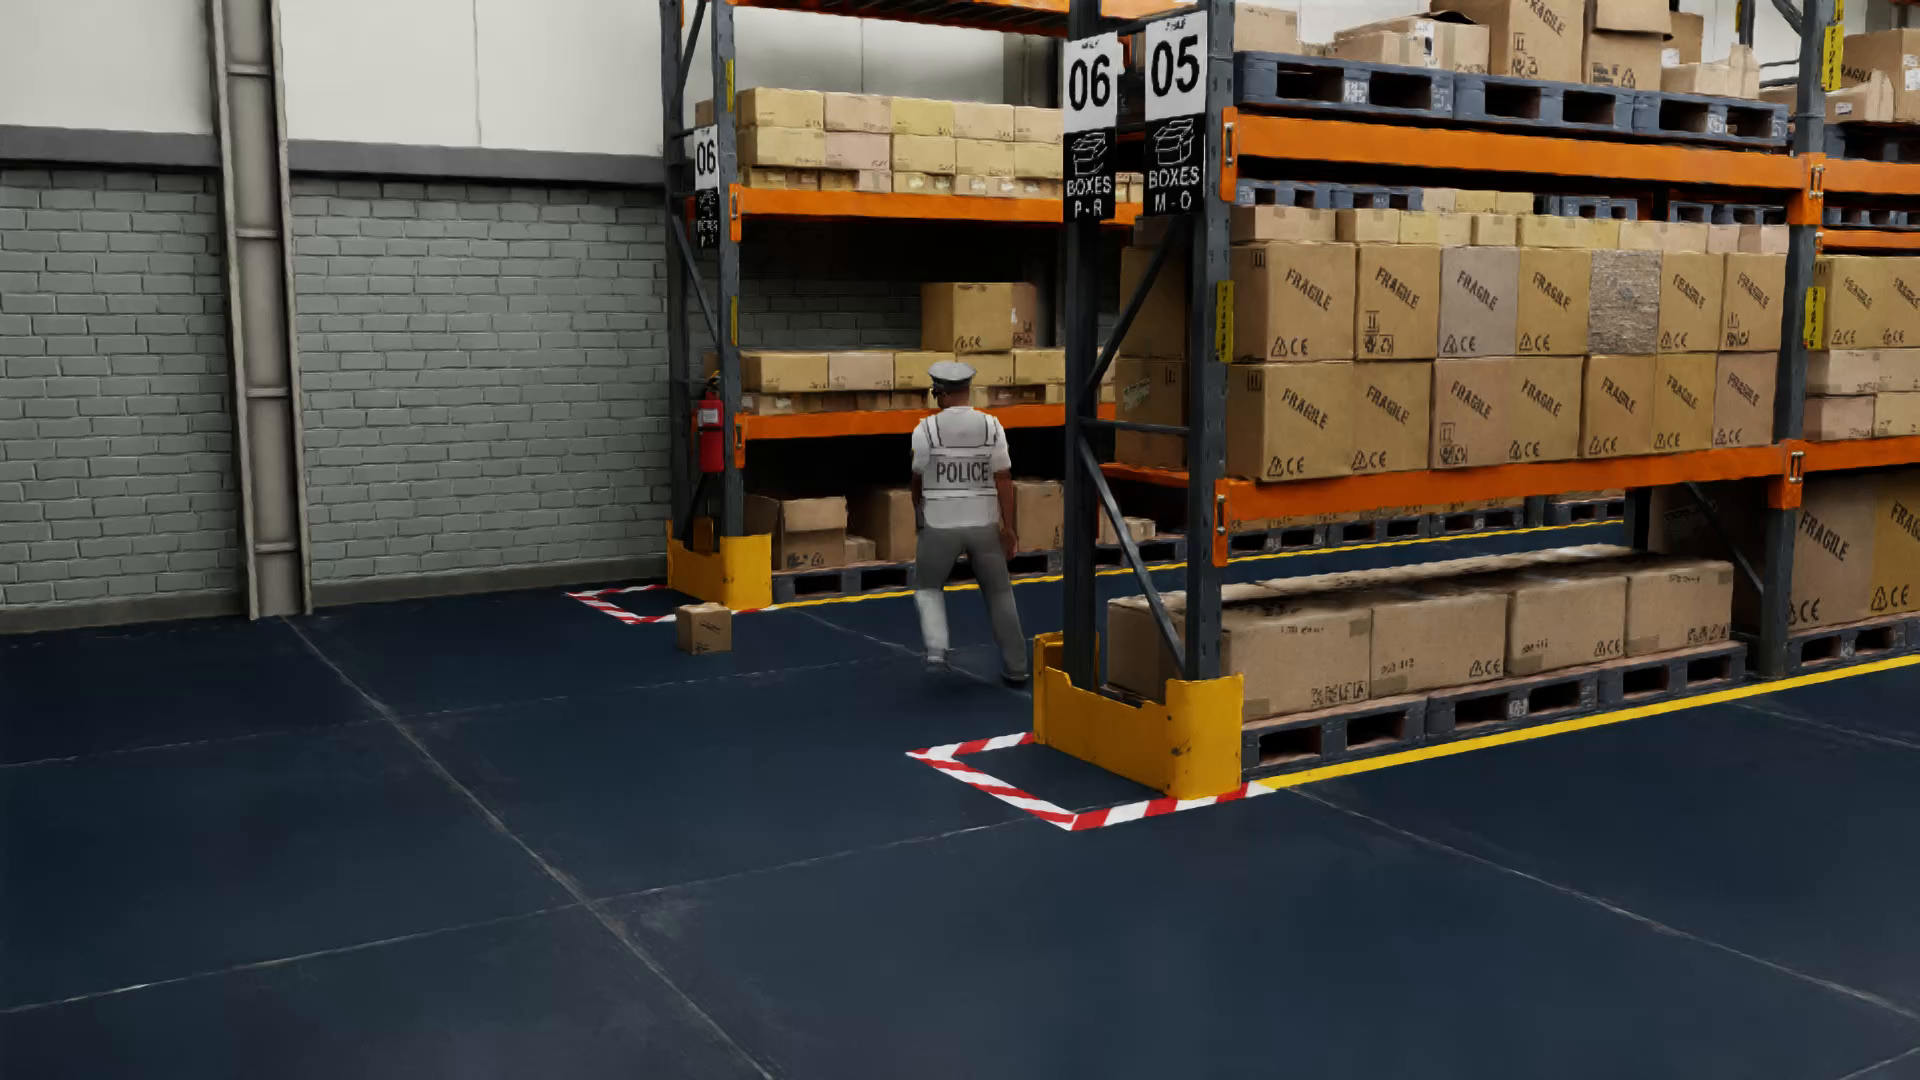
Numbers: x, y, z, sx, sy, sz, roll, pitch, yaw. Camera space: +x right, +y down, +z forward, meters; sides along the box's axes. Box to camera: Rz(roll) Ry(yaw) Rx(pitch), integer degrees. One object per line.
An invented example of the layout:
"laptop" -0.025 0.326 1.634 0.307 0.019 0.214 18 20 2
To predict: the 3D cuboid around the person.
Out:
"person" 0.066 -0.082 8.888 0.691 1.740 0.554 -2 8 -17
